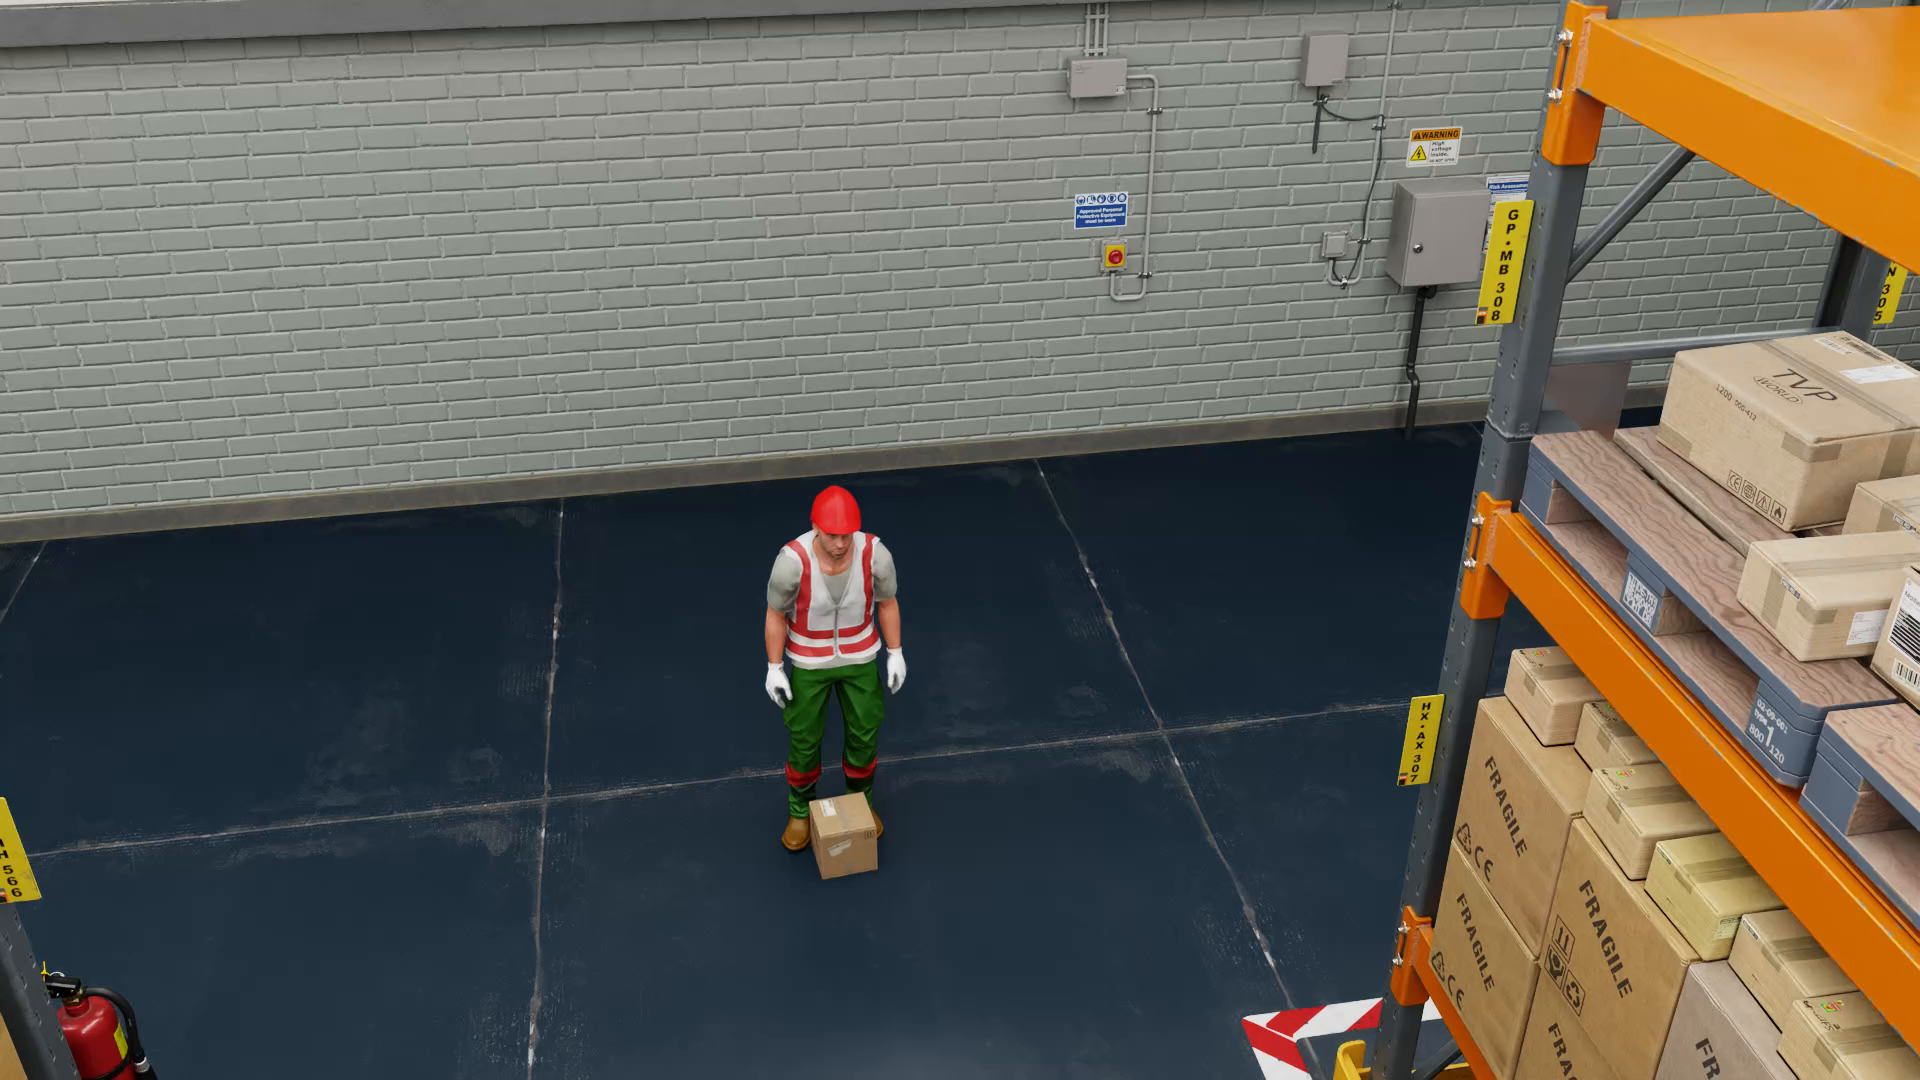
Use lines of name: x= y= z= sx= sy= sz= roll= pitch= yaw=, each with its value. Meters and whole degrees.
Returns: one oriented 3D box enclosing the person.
person: x=-0.538 y=0.539 z=7.204 sx=0.622 sy=1.781 sz=0.445 roll=-7 pitch=31 yaw=-11
